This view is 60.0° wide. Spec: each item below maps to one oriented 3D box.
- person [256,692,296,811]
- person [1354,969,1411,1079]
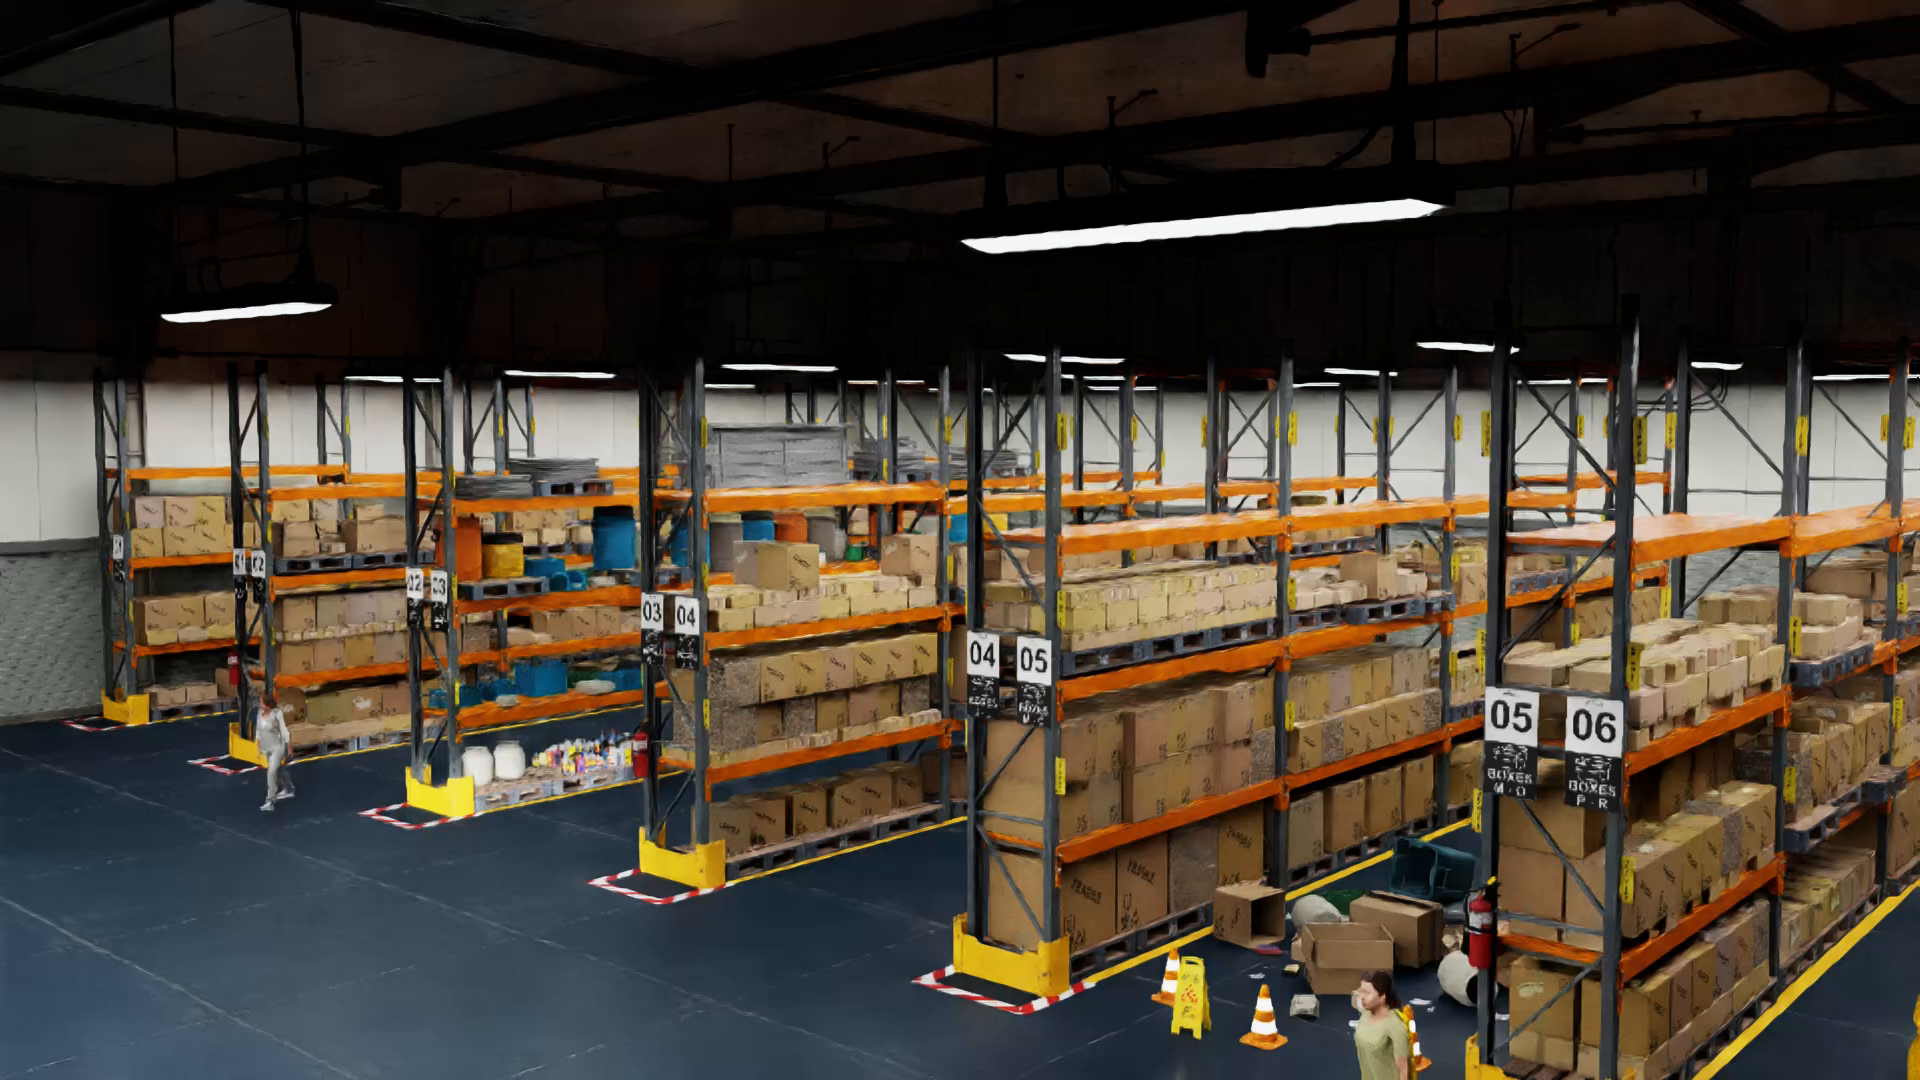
[{"bbox_3d":[-9.123,2.768,22.084,0.451,1.537,0.881,1,4,18],"label":"person"},{"bbox_3d":[2.715,3.563,10.738,0.949,1.620,0.486,-2,5,-25],"label":"person"}]
